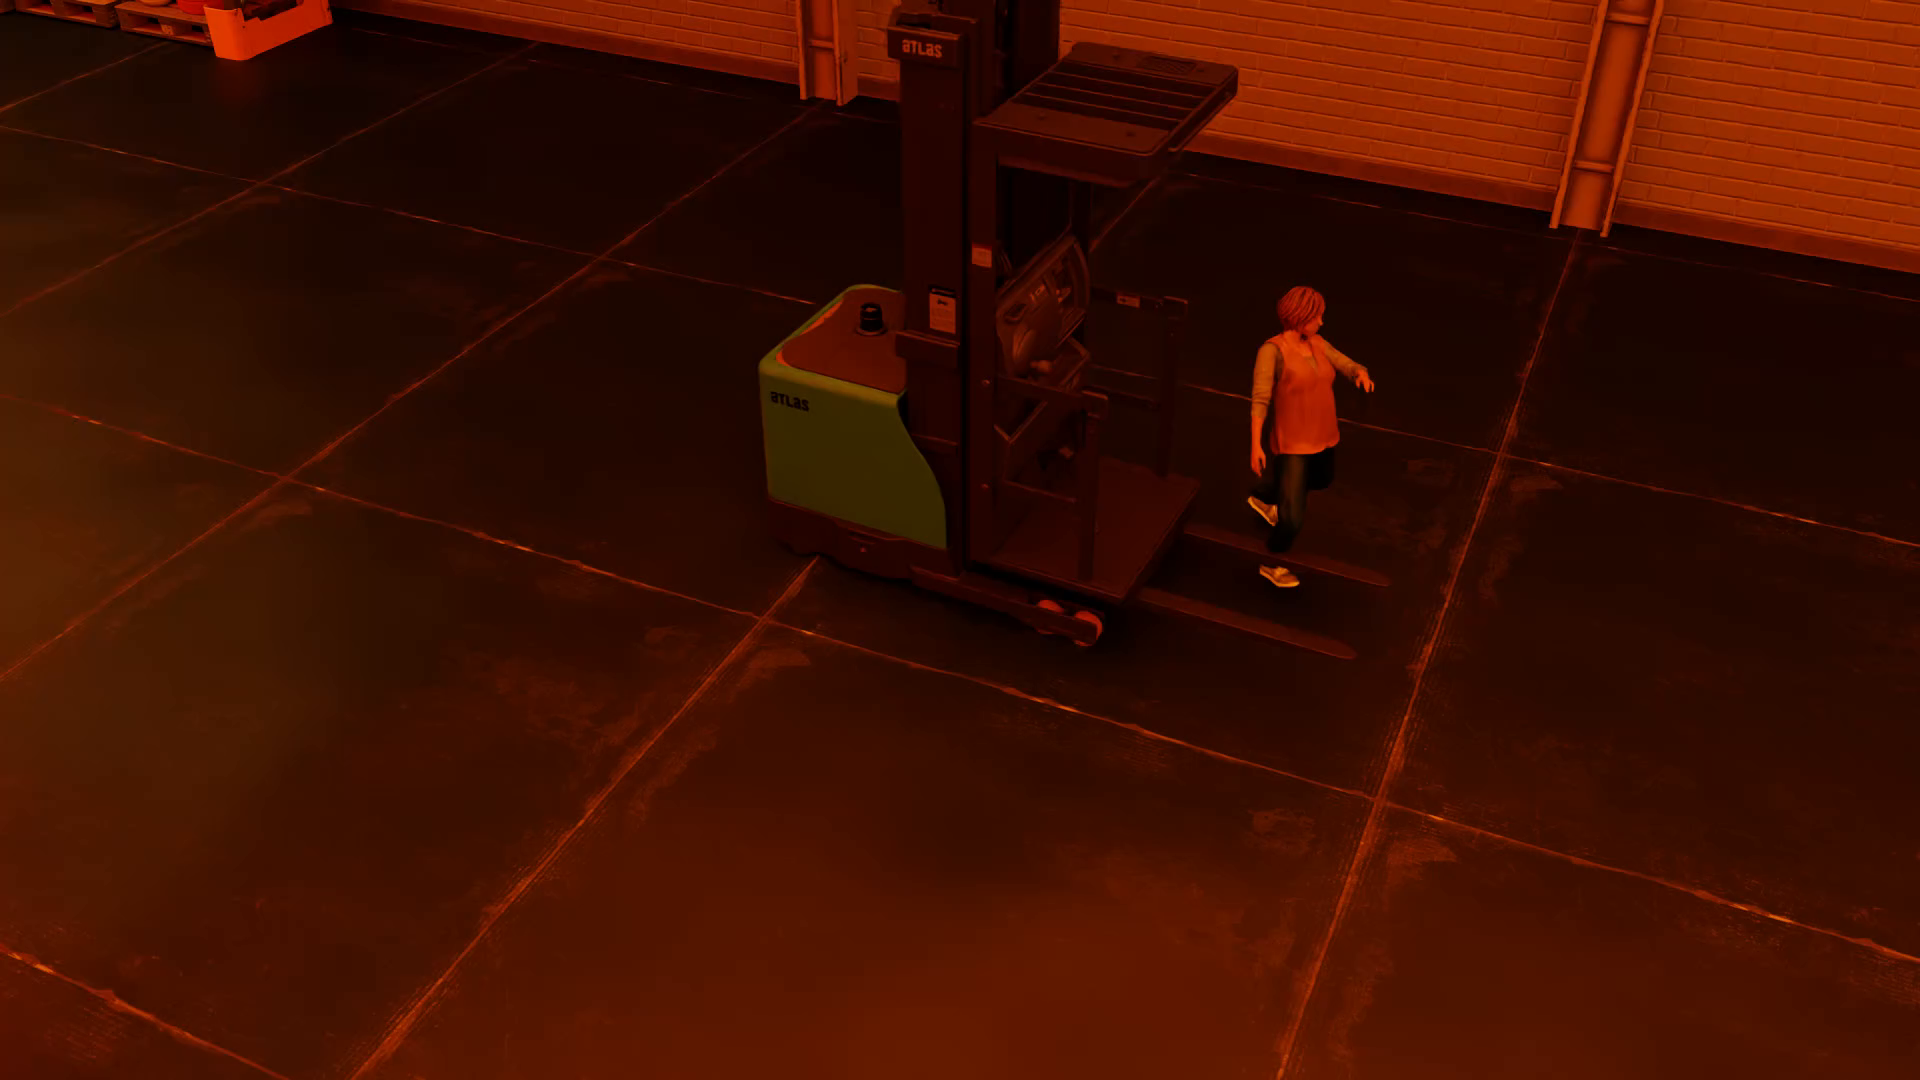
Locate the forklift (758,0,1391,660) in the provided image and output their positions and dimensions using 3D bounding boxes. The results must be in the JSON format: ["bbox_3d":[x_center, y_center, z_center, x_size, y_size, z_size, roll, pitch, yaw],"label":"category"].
[{"bbox_3d":[0.563,-1.041,7.546,3.031,2.935,1.130,16,39,21],"label":"forklift"}]

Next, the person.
[{"bbox_3d":[1.608,-0.658,7.749,0.655,0.750,0.715,28,44,33],"label":"person"}]
